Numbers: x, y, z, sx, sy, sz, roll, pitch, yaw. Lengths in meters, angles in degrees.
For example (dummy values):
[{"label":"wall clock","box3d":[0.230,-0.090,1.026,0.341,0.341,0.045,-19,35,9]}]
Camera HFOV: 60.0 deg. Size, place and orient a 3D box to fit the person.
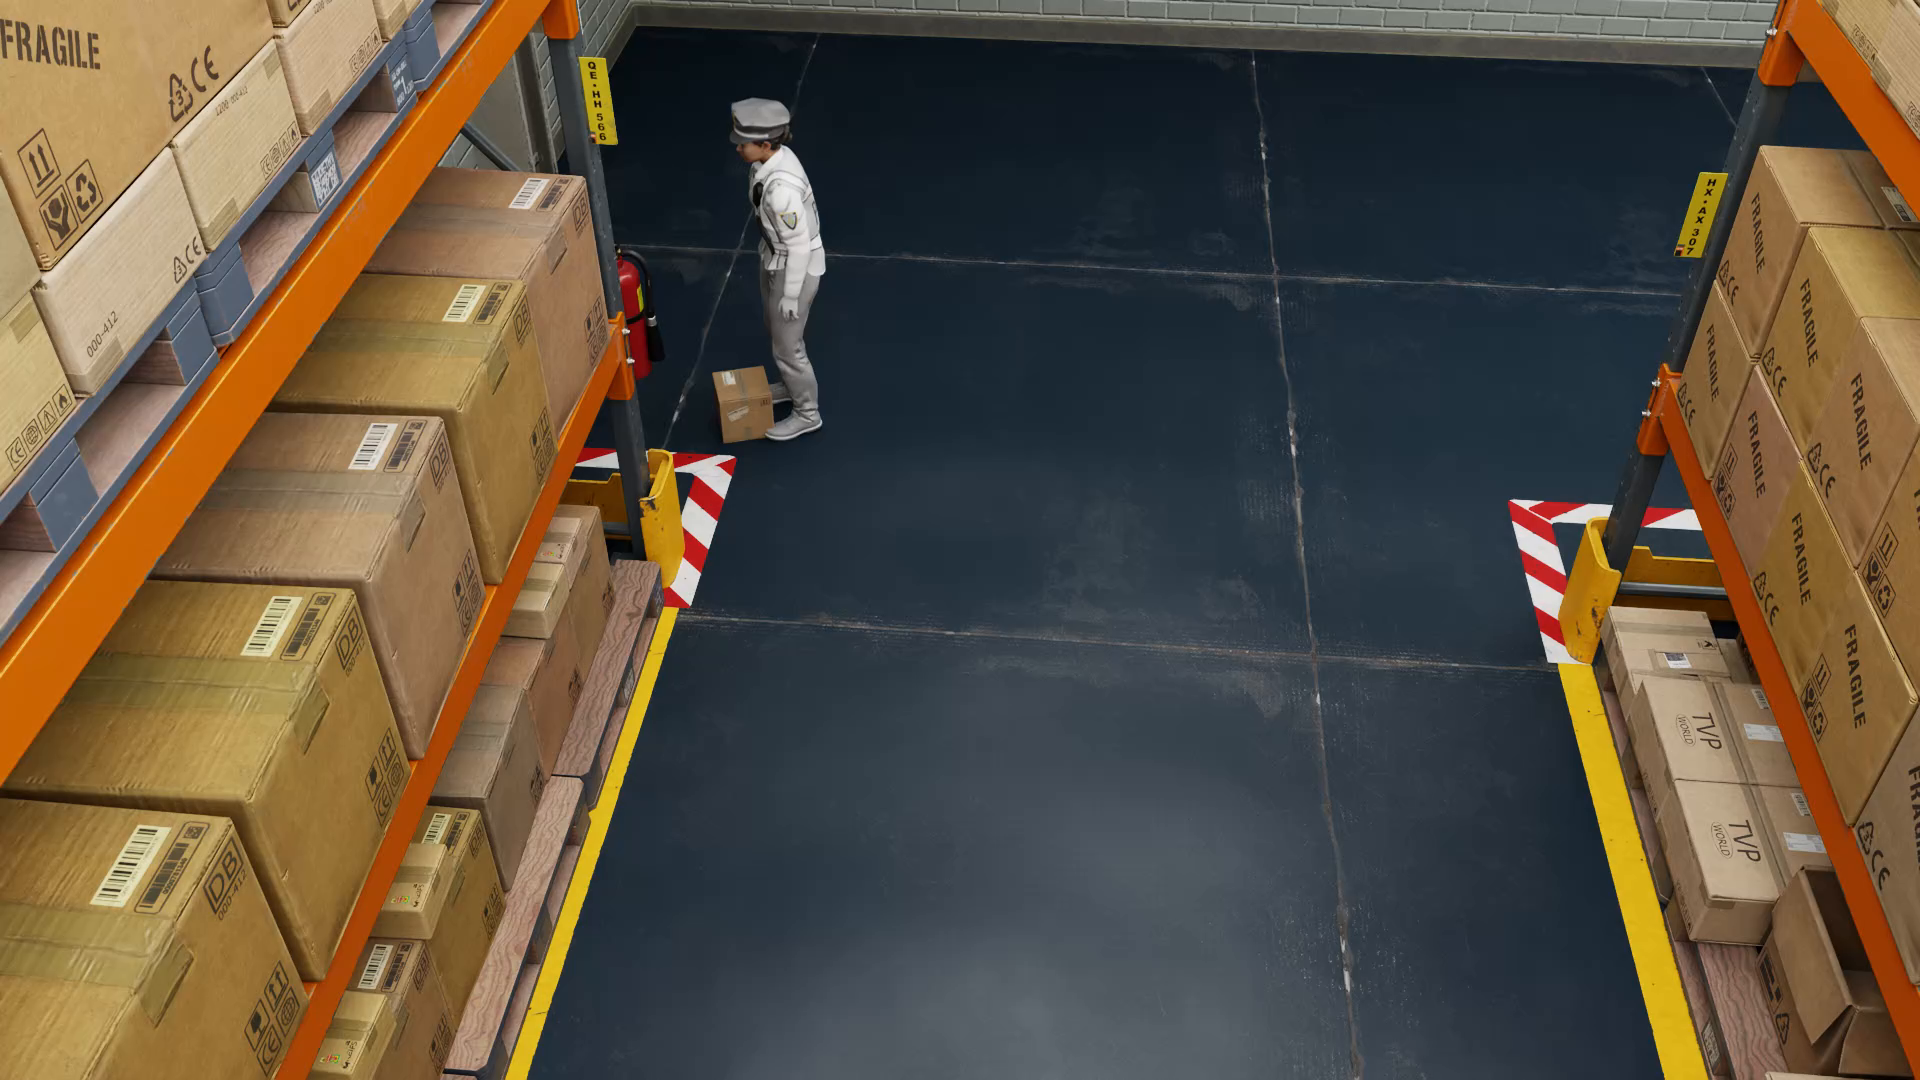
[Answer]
[{"label":"person","box3d":[-0.809,-1.229,7.603,0.374,1.662,0.533,-10,41,-12]}]
